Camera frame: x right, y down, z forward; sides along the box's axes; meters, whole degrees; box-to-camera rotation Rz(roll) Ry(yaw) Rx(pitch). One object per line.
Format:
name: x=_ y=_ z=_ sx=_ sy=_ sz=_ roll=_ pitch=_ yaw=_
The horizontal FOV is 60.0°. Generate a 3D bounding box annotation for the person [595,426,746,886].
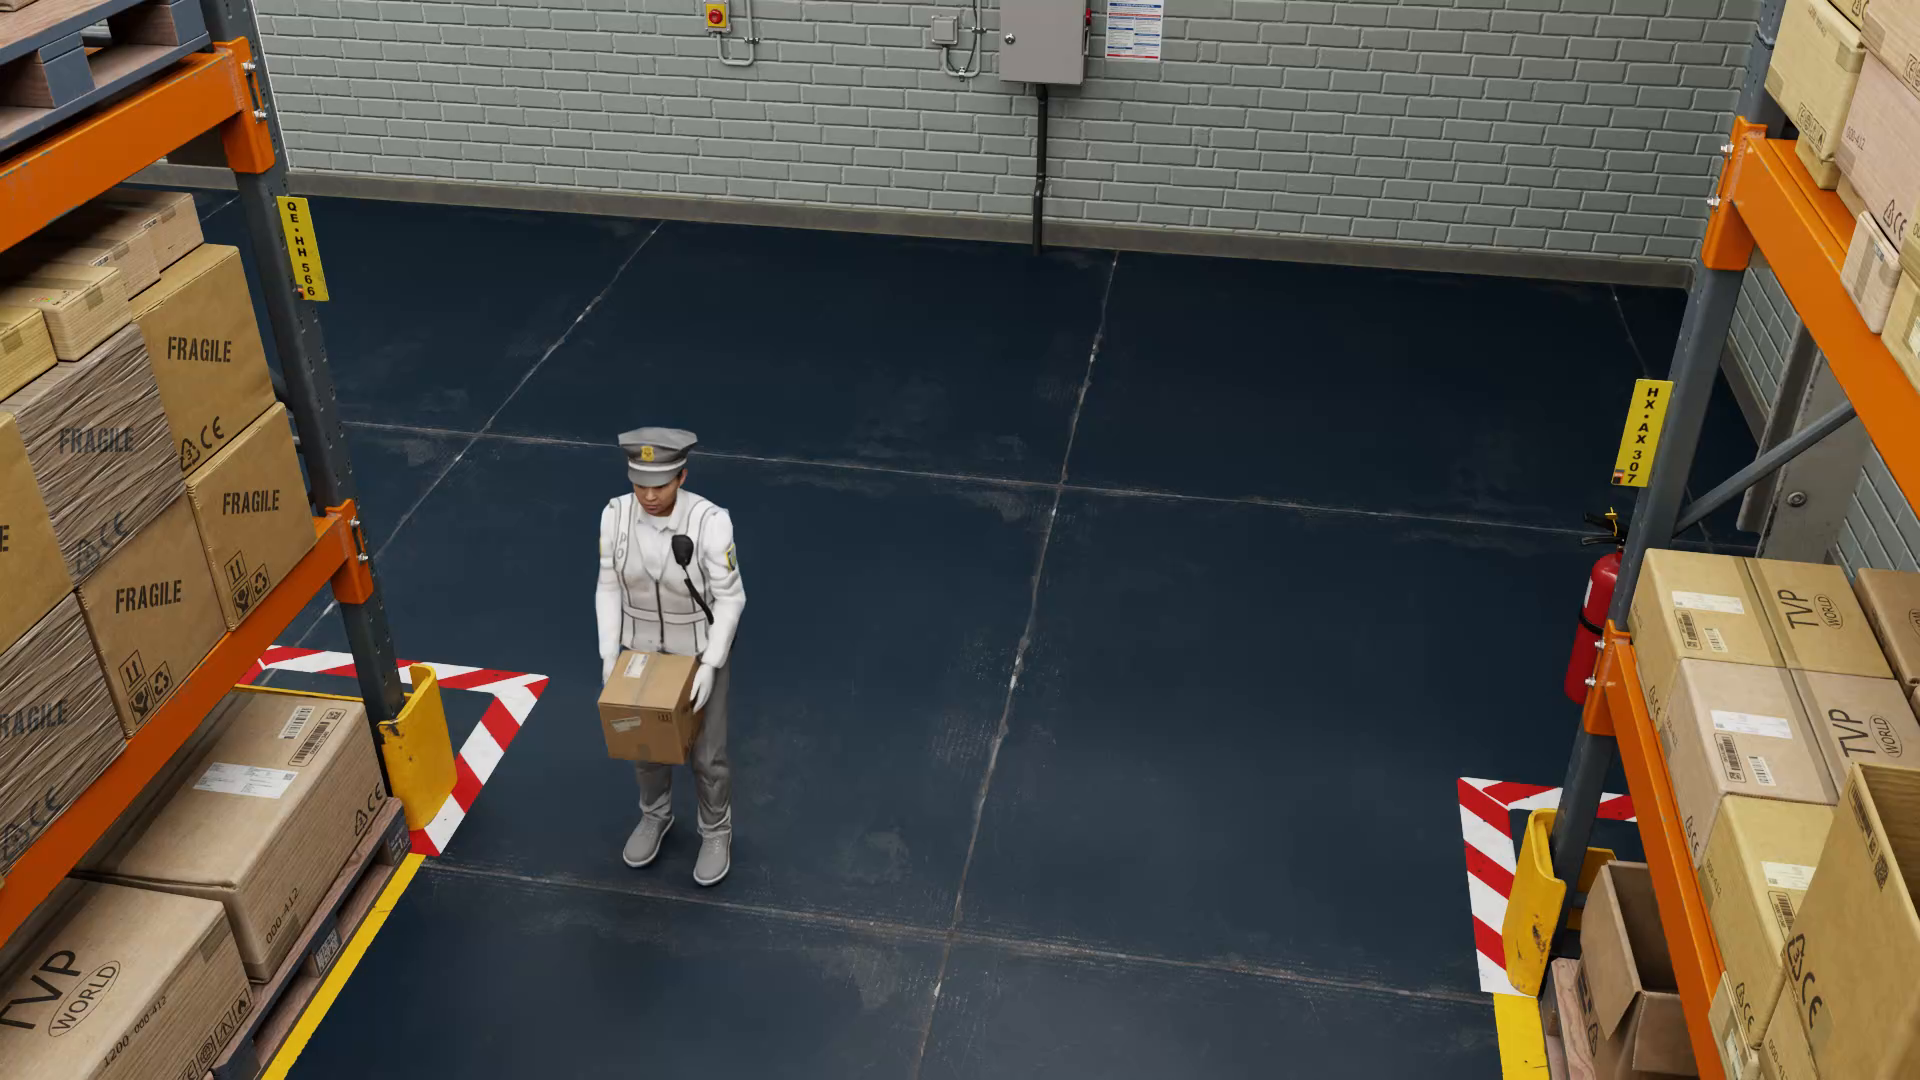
person: x=-0.951 y=0.390 z=5.504 sx=0.498 sy=1.686 sz=0.425 roll=5 pitch=33 yaw=7
